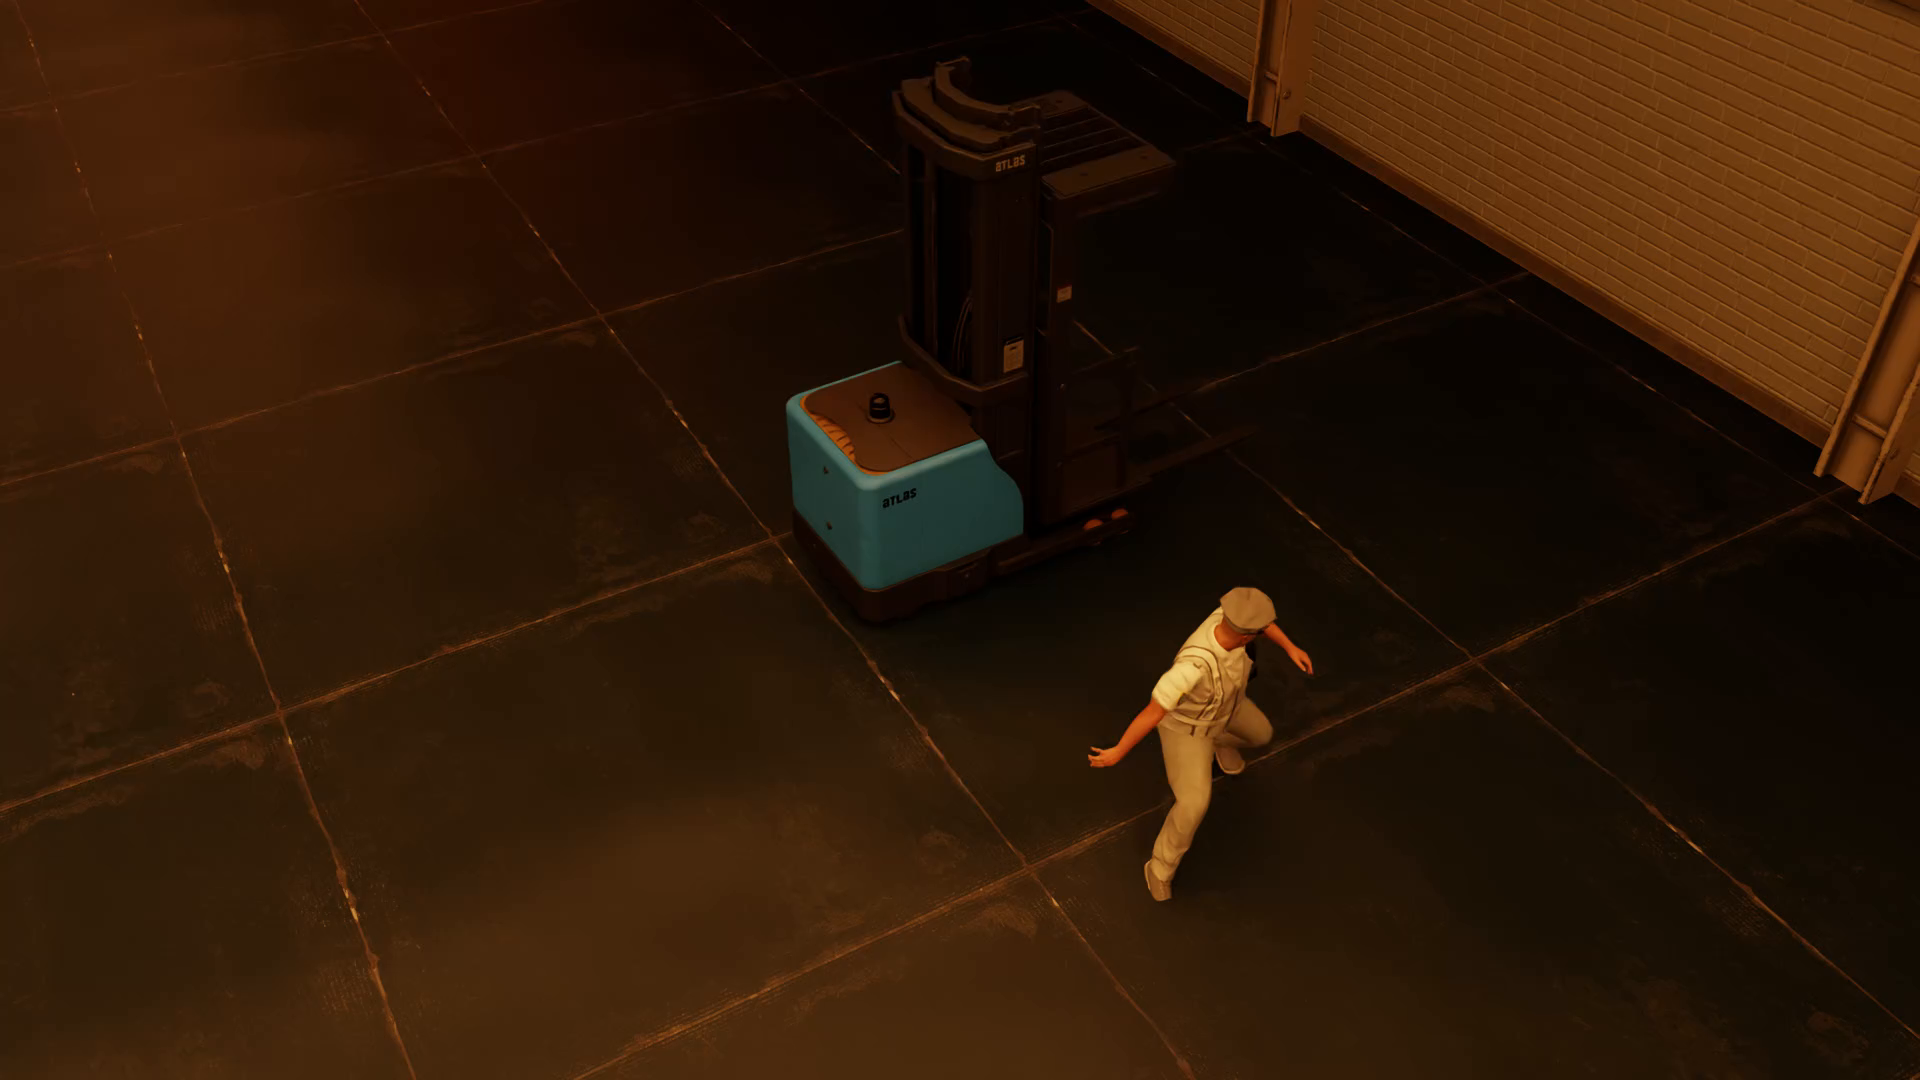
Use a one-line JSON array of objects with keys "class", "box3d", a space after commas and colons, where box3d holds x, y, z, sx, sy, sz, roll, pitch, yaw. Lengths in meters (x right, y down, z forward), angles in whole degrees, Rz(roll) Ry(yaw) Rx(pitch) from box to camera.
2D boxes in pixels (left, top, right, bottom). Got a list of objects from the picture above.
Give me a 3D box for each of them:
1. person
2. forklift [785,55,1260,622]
[{"class": "person", "box3d": [1.165, 0.915, 8.076, 0.563, 1.706, 1.151, 31, 49, 32]}, {"class": "forklift", "box3d": [0.496, -1.359, 9.675, 3.031, 2.935, 1.130, -21, 44, -24]}]
